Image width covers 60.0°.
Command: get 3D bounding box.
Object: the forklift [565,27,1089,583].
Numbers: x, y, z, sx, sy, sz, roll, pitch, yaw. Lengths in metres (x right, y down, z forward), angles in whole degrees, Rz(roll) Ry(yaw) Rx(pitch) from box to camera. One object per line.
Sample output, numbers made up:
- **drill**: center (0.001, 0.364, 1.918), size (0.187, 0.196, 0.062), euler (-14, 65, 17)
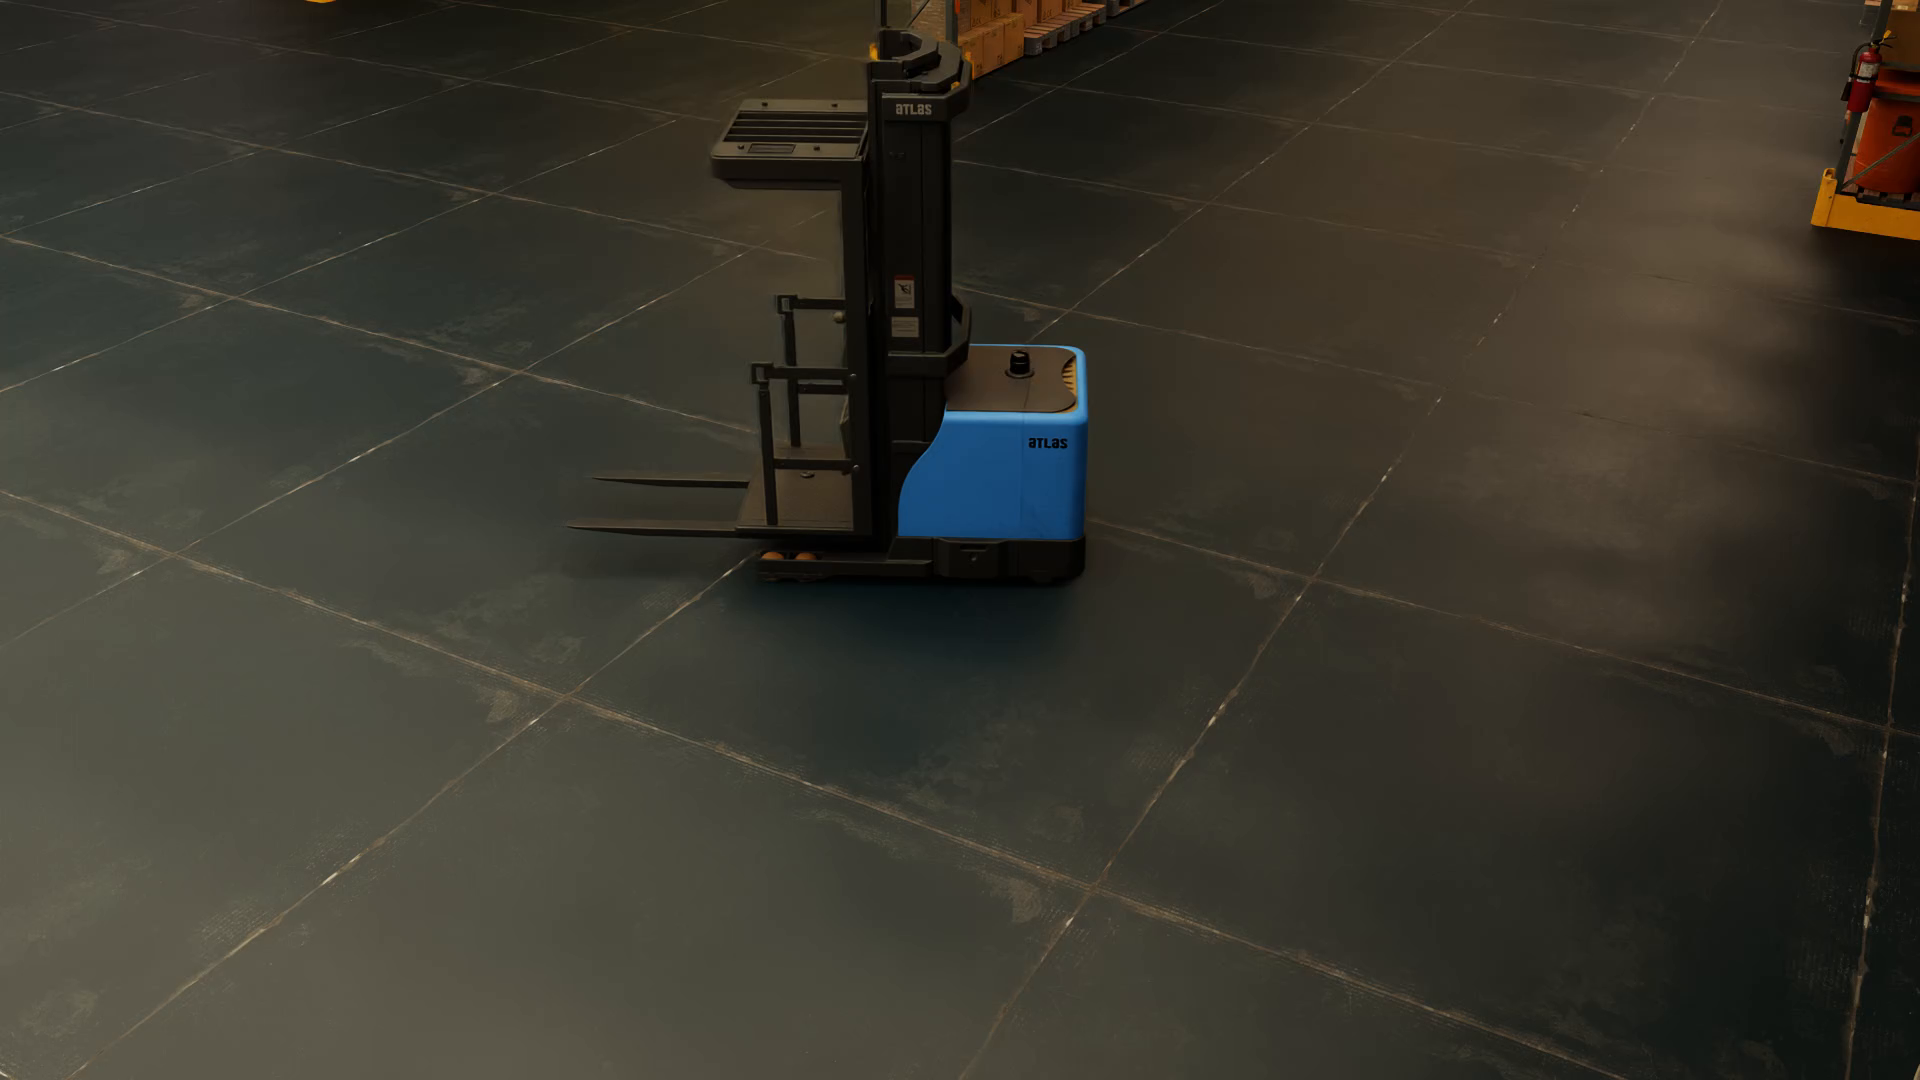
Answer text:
- **forklift**: center (-0.776, -1.289, 9.303), size (3.031, 2.935, 1.130), euler (1, 30, 2)
